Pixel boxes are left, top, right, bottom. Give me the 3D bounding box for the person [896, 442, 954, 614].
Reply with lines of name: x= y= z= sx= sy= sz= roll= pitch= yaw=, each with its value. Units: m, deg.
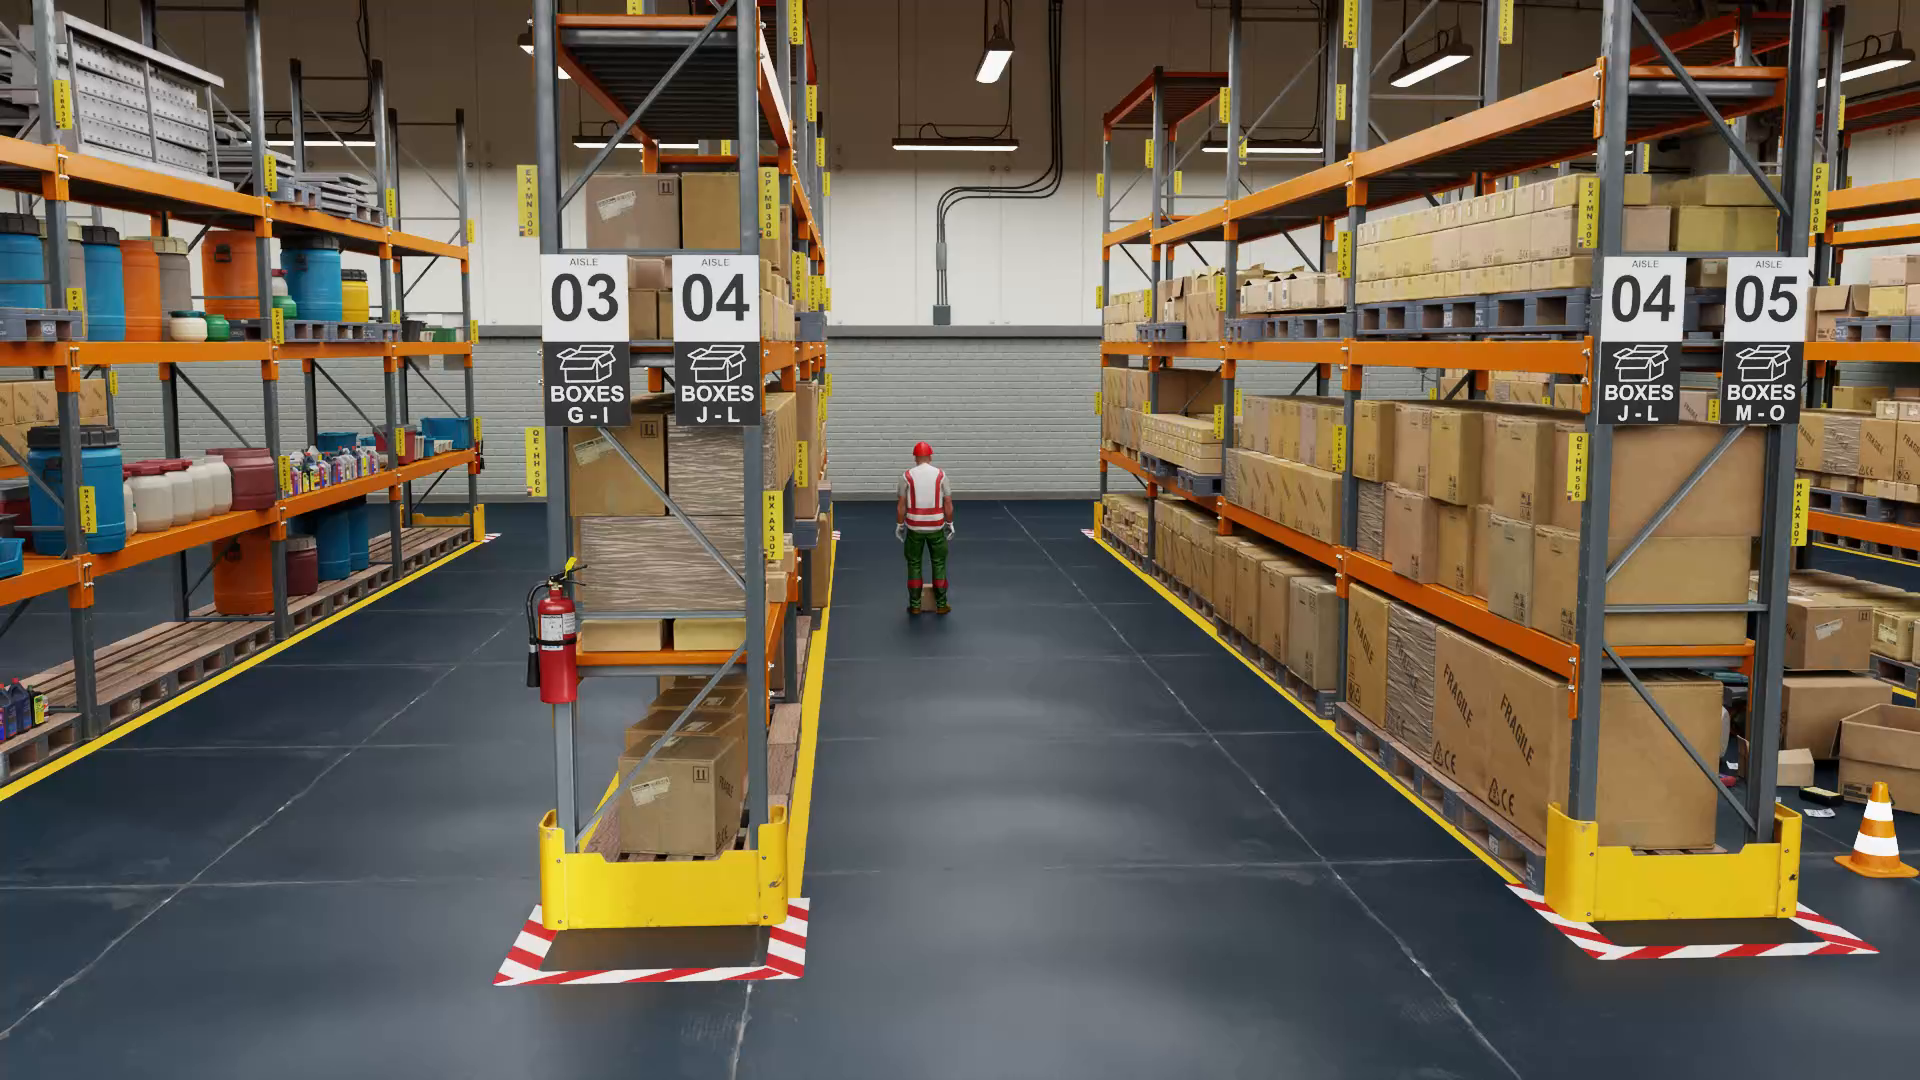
person: x=-0.359 y=-0.127 z=17.242 sx=0.607 sy=1.780 sz=0.450 roll=0 pitch=7 yaw=-4
